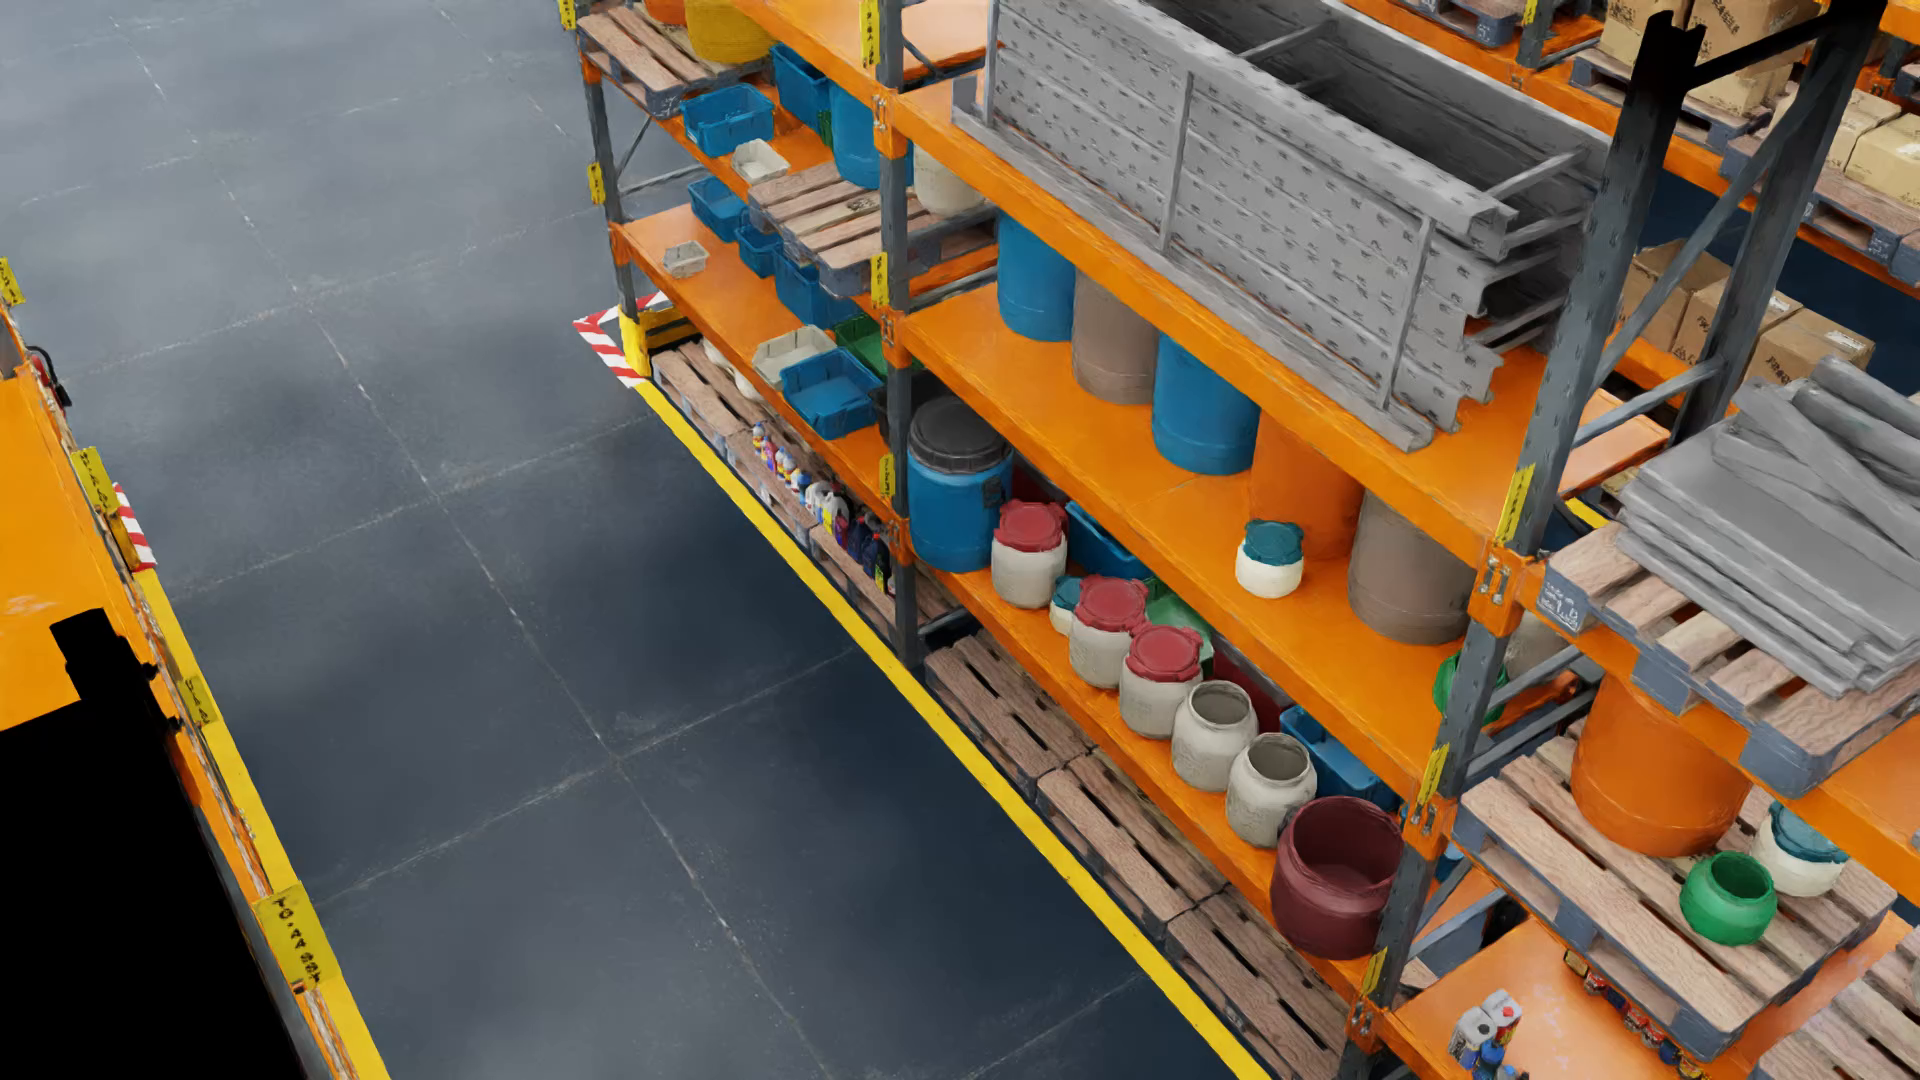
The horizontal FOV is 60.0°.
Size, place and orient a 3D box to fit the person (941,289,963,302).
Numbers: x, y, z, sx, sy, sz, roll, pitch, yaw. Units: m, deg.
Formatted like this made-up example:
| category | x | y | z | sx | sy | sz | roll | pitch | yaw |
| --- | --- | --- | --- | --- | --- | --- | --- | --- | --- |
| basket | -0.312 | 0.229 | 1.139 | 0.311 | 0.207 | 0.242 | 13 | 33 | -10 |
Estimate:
| category | x | y | z | sx | sy | sz | roll | pitch | yaw |
| --- | --- | --- | --- | --- | --- | --- | --- | --- | --- |
| person | -0.358 | -2.688 | 13.404 | 0.538 | 1.715 | 1.026 | -32 | 51 | -30 |
